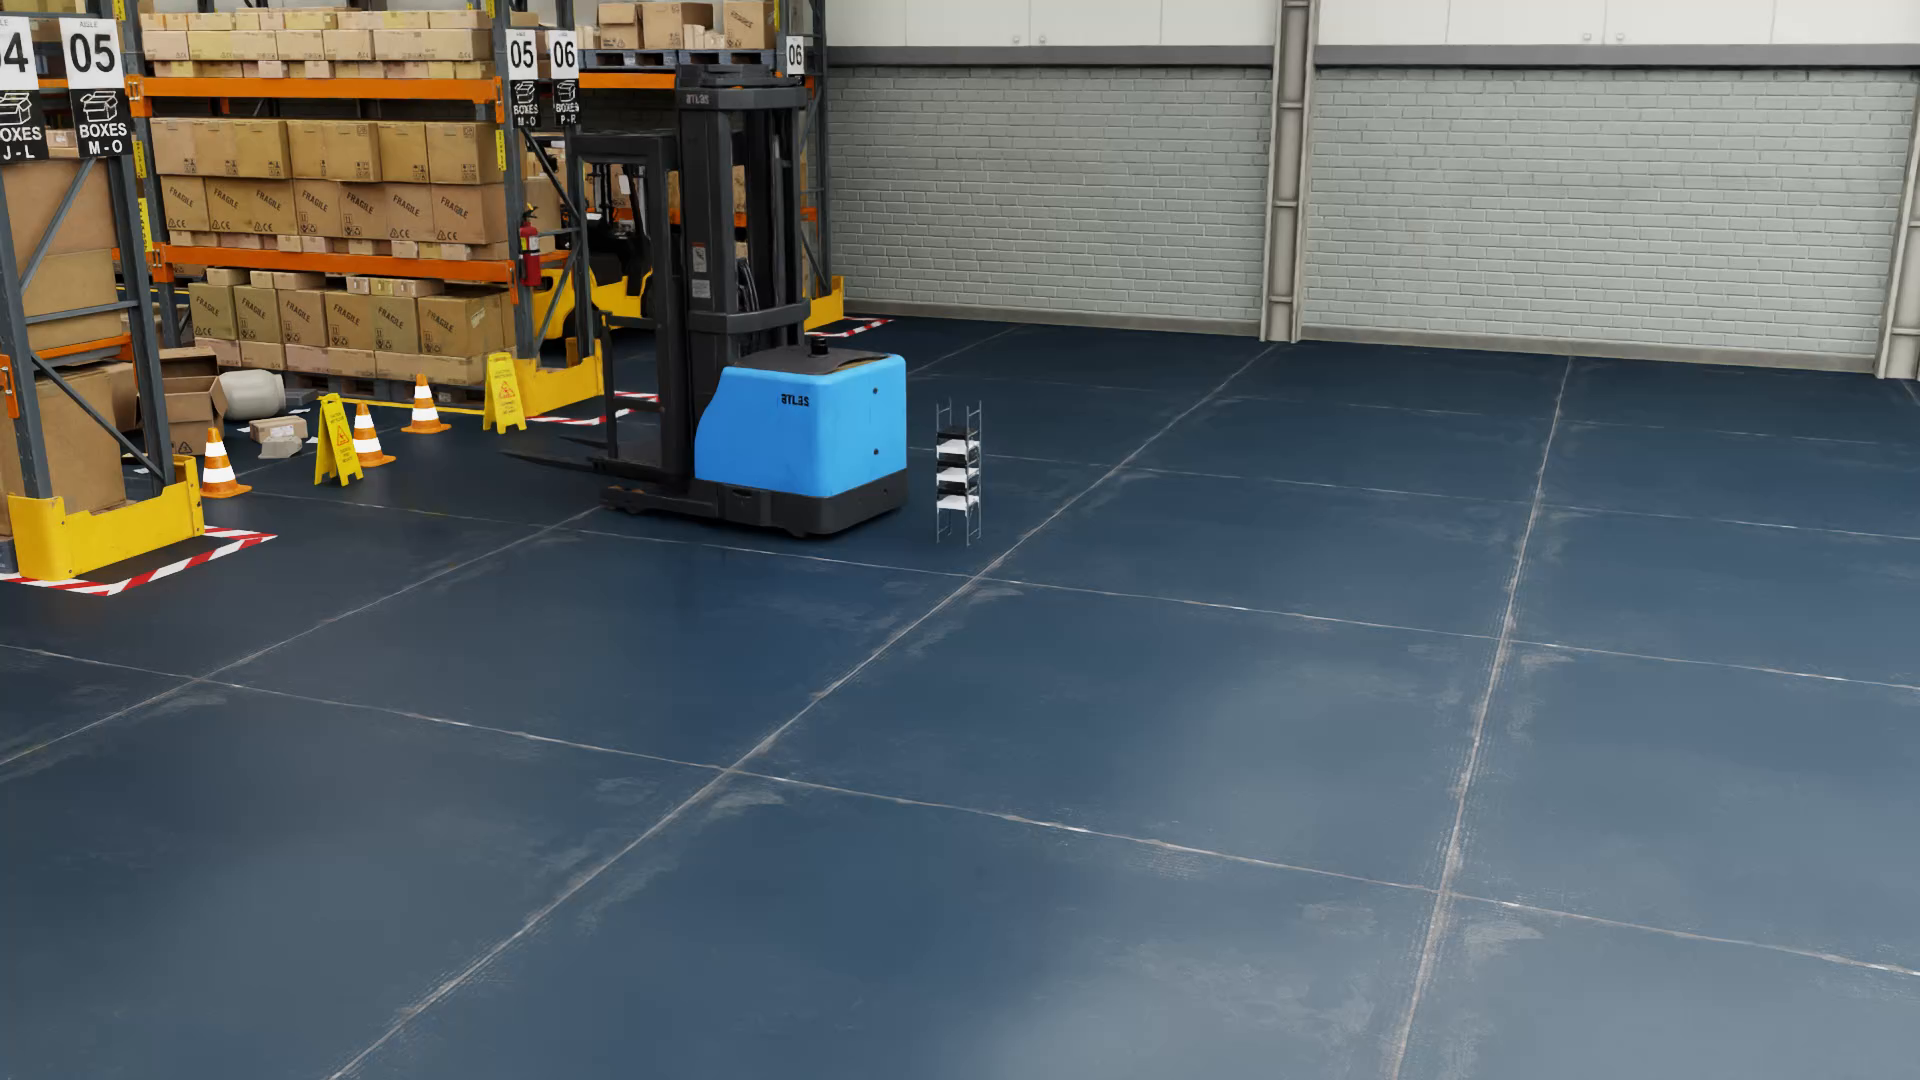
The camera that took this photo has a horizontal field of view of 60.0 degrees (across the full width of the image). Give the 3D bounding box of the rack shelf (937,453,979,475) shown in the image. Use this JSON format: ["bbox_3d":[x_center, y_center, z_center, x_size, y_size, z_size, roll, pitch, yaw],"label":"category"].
[{"bbox_3d":[-0.008,-0.487,10.535,0.200,0.077,0.258,6,17,21],"label":"rack shelf"}]

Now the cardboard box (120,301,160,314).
[{"bbox_3d":[-8.451,-2.130,16.590,0.625,0.372,0.950,7,18,24],"label":"cardboard box"}]

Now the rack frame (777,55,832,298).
[{"bbox_3d":[-1.753,-3.943,18.876,0.127,3.000,1.000,6,17,21],"label":"rack frame"}]

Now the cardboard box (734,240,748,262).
[{"bbox_3d":[-2.296,-3.271,18.945,0.500,0.250,0.500,7,18,22],"label":"cardboard box"}]

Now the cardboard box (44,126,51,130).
[{"bbox_3d":[-9.388,-4.084,16.730,0.250,0.149,0.380,5,17,18],"label":"cardboard box"}]

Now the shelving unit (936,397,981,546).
[{"bbox_3d":[-0.008,-0.433,10.551,0.210,0.900,0.258,6,17,21],"label":"shelving unit"}]

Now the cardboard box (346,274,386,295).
[{"bbox_3d":[-5.256,-2.297,14.874,0.250,0.149,0.380,7,18,23],"label":"cardboard box"}]

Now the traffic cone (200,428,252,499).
[{"bbox_3d":[-5.266,-0.566,11.792,0.334,0.463,0.336,6,17,21],"label":"traffic cone"}]

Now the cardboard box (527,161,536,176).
[{"bbox_3d":[-5.157,-4.287,19.882,0.500,0.500,0.500,6,17,19],"label":"cardboard box"}]

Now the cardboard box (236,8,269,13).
[{"bbox_3d":[-8.611,-6.362,20.717,0.500,0.500,0.500,6,17,21],"label":"cardboard box"}]

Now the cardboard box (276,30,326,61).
[{"bbox_3d":[-5.569,-4.304,14.474,0.500,0.250,0.500,6,17,21],"label":"cardboard box"}]

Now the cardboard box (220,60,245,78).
[{"bbox_3d":[-6.380,-4.215,14.883,0.250,0.149,0.380,7,18,22],"label":"cardboard box"}]

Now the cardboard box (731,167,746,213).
[{"bbox_3d":[-2.308,-3.973,18.801,0.500,0.500,0.500,6,17,19],"label":"cardboard box"}]

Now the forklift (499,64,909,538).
[{"bbox_3d":[-1.879,-1.702,11.280,3.031,2.935,1.130,9,19,29],"label":"forklift"}]

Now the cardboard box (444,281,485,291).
[{"bbox_3d":[-4.730,-2.106,15.380,0.500,0.500,0.500,6,17,19],"label":"cardboard box"}]

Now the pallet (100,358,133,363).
[{"bbox_3d":[-8.017,-1.805,16.511,1.213,0.211,1.003,6,17,21],"label":"pallet"}]

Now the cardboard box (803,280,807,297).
[{"bbox_3d":[-2.139,-2.925,19.548,0.500,0.250,0.500,6,17,21],"label":"cardboard box"}]

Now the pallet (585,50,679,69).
[{"bbox_3d":[-3.541,-5.545,19.171,1.213,0.211,1.003,6,17,21],"label":"pallet"}]

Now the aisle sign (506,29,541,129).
[{"bbox_3d":[-3.620,-3.822,13.797,0.004,0.787,0.394,6,17,21],"label":"aisle sign"}]

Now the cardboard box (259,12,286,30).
[{"bbox_3d":[-5.887,-4.531,14.543,0.250,0.149,0.380,6,17,20],"label":"cardboard box"}]

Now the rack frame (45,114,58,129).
[{"bbox_3d":[-12.916,-5.171,23.104,0.127,3.000,1.000,6,17,21],"label":"rack frame"}]

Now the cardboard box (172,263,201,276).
[{"bbox_3d":[-10.129,-3.804,22.127,0.500,0.500,0.500,6,17,20],"label":"cardboard box"}]

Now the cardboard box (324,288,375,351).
[{"bbox_3d":[-5.366,-2.017,15.075,0.500,0.500,0.500,6,17,19],"label":"cardboard box"}]

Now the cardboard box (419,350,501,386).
[{"bbox_3d":[-4.444,-1.552,14.818,0.500,0.250,0.500,6,17,20],"label":"cardboard box"}]

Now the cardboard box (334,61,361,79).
[{"bbox_3d":[-5.187,-4.077,14.409,0.250,0.149,0.380,6,17,19],"label":"cardboard box"}]

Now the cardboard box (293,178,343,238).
[{"bbox_3d":[-5.570,-2.992,14.885,0.500,0.500,0.500,6,17,21],"label":"cardboard box"}]

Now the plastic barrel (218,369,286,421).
[{"bbox_3d":[-6.048,-1.237,14.175,0.512,0.421,0.421,-9,18,-27],"label":"plastic barrel"}]

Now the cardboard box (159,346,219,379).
[{"bbox_3d":[-6.795,-1.403,14.605,0.500,0.500,0.500,-9,18,-27],"label":"cardboard box"}]

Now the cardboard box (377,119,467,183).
[{"bbox_3d":[-4.595,-3.376,14.415,0.500,0.500,0.700,6,17,21],"label":"cardboard box"}]

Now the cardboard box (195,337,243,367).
[{"bbox_3d":[-6.842,-1.815,15.725,0.500,0.250,0.500,5,17,18],"label":"cardboard box"}]

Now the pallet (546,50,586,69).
[{"bbox_3d":[-4.671,-5.670,19.602,1.213,0.211,1.003,6,17,21],"label":"pallet"}]

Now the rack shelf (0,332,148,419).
[{"bbox_3d":[-7.154,-1.220,10.787,4.000,0.370,1.077,6,17,21],"label":"rack shelf"}]

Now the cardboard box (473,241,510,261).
[{"bbox_3d":[-3.998,-2.518,14.416,0.250,0.149,0.380,7,18,22],"label":"cardboard box"}]

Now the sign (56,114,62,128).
[{"bbox_3d":[-12.716,-5.871,23.440,0.005,0.325,0.100,6,17,21],"label":"sign"}]

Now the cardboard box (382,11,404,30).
[{"bbox_3d":[-4.681,-4.413,14.135,0.250,0.149,0.380,6,17,21],"label":"cardboard box"}]

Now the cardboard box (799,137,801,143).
[{"bbox_3d":[-1.987,-4.535,19.039,0.250,0.149,0.380,6,17,20],"label":"cardboard box"}]

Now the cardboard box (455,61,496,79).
[{"bbox_3d":[-4.006,-3.939,13.933,0.250,0.149,0.380,6,17,21],"label":"cardboard box"}]

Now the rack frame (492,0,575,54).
[{"bbox_3d":[-3.571,-5.536,13.604,0.127,3.000,1.000,6,17,21],"label":"rack frame"}]

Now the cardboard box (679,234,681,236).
[{"bbox_3d":[-3.058,-3.507,19.758,0.500,0.250,0.500,6,17,20],"label":"cardboard box"}]

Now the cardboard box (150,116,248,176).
[{"bbox_3d":[-6.962,-3.634,15.306,0.500,0.500,0.700,6,17,20],"label":"cardboard box"}]

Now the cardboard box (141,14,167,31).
[{"bbox_3d":[-7.119,-4.650,14.953,0.250,0.149,0.380,6,17,20],"label":"cardboard box"}]

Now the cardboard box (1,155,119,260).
[{"bbox_3d":[-5.624,-2.000,9.976,0.550,0.550,0.875,6,17,21],"label":"cardboard box"}]

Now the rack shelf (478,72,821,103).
[{"bbox_3d":[-3.614,-5.243,19.263,4.000,0.370,1.077,6,17,21],"label":"rack shelf"}]

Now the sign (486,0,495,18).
[{"bbox_3d":[-3.794,-4.379,13.410,0.005,0.325,0.100,6,17,21],"label":"sign"}]

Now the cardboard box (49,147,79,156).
[{"bbox_3d":[-8.268,-3.495,15.867,0.500,0.500,0.500,6,17,21],"label":"cardboard box"}]

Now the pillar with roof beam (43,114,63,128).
[{"bbox_3d":[-14.813,-7.240,19.472,0.400,9.000,9.100,6,17,21],"label":"pillar with roof beam"}]

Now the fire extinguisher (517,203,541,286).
[{"bbox_3d":[-3.634,-2.487,13.999,0.183,0.674,0.296,6,17,21],"label":"fire extinguisher"}]

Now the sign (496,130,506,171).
[{"bbox_3d":[-3.794,-3.221,13.746,0.005,0.325,0.100,6,17,21],"label":"sign"}]

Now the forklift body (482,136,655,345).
[{"bbox_3d":[-4.187,-3.256,18.033,1.214,2.155,2.313,6,17,21],"label":"forklift body"}]

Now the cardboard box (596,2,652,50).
[{"bbox_3d":[-3.701,-5.865,19.000,0.637,0.503,0.797,7,18,22],"label":"cardboard box"}]

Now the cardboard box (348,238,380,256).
[{"bbox_3d":[-5.213,-2.630,14.804,0.250,0.149,0.380,6,17,20],"label":"cardboard box"}]

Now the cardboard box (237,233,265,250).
[{"bbox_3d":[-6.387,-2.763,15.260,0.250,0.149,0.380,7,18,22],"label":"cardboard box"}]

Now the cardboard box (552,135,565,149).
[{"bbox_3d":[-4.568,-4.665,19.486,0.250,0.149,0.380,7,17,22],"label":"cardboard box"}]
